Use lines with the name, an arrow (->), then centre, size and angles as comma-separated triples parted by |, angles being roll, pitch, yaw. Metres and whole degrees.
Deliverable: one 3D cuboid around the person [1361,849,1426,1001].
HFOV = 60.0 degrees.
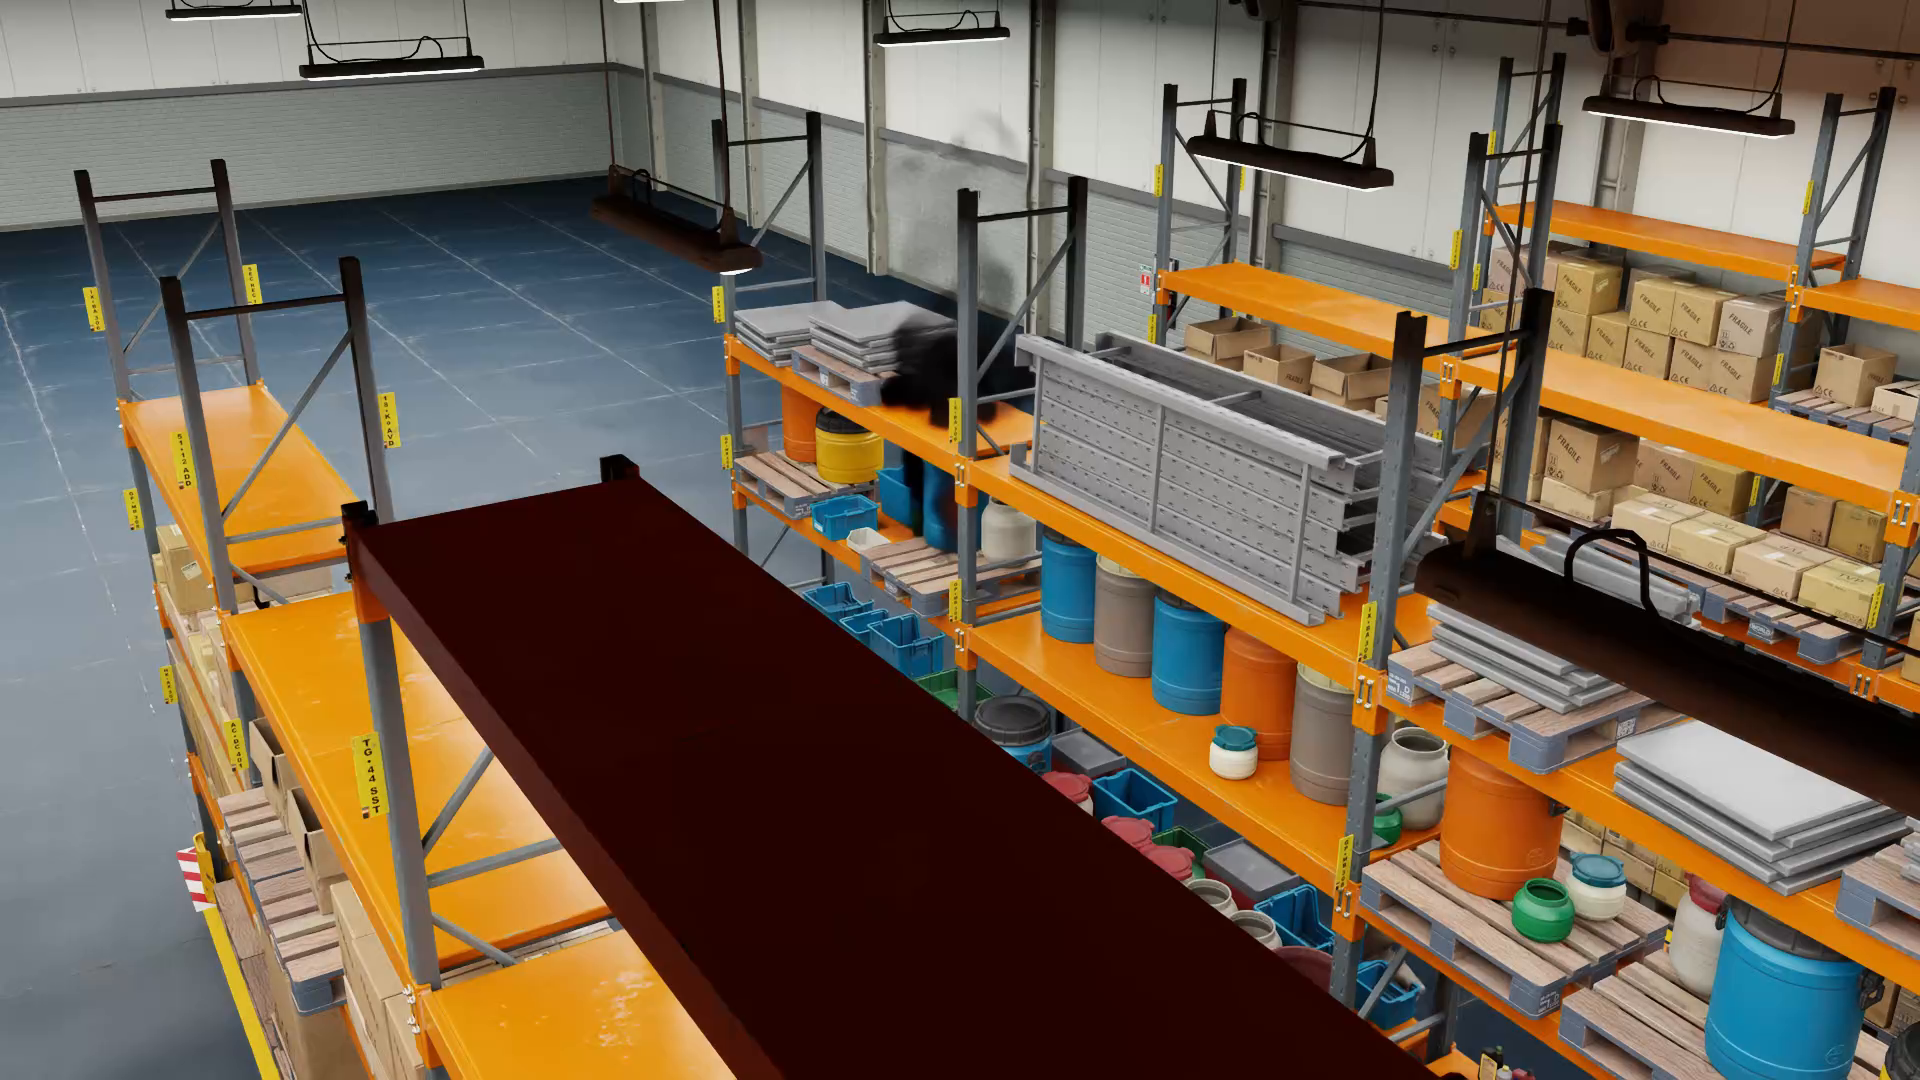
person -> 3.132, 2.808, 12.172 | 0.657, 1.687, 0.598 | -15, 26, -32
